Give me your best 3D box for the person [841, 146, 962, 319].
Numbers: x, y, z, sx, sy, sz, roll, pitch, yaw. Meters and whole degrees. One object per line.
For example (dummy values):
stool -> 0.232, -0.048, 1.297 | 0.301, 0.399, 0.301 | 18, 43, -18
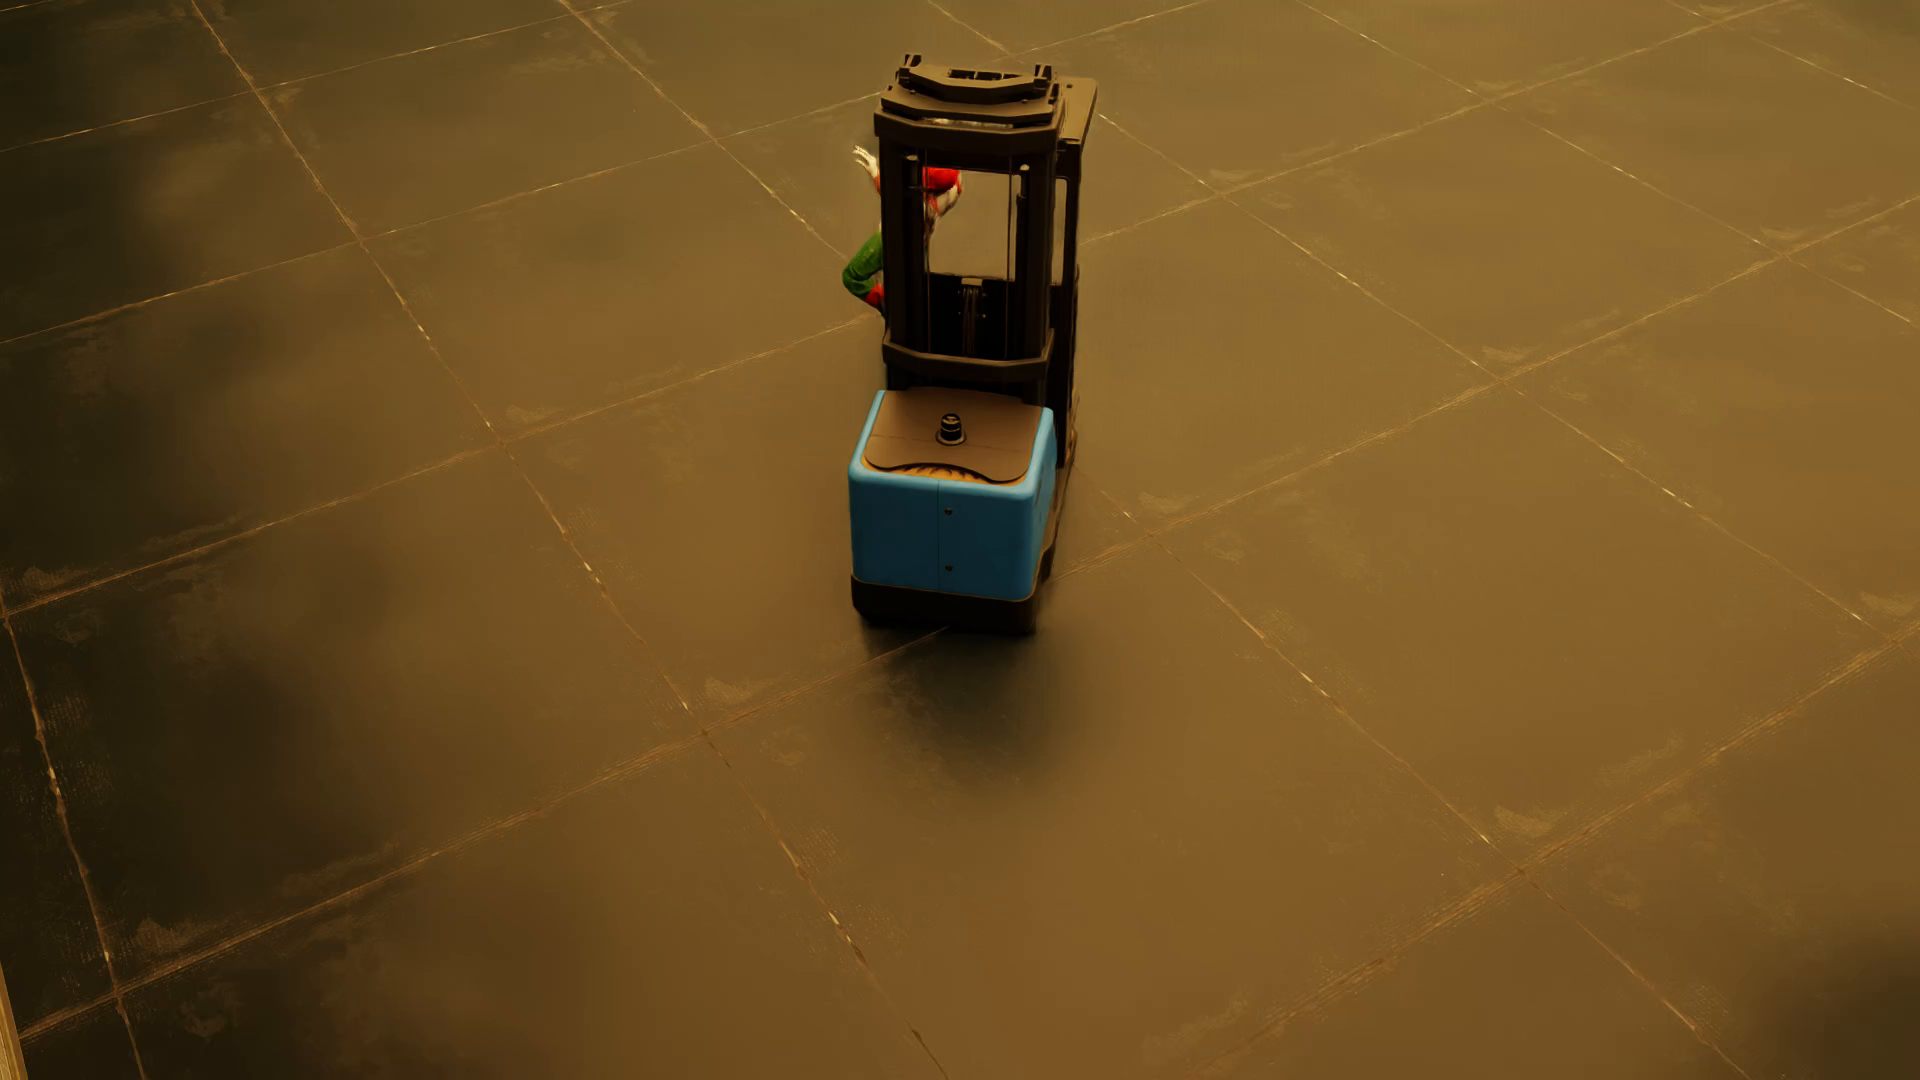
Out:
person -> -0.351, -2.066, 11.212 | 0.777, 1.645, 0.992 | 23, 46, 24

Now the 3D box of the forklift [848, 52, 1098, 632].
forklift -> 0.153, -1.558, 9.653 | 1.130, 2.935, 3.031 | 7, 42, 8
